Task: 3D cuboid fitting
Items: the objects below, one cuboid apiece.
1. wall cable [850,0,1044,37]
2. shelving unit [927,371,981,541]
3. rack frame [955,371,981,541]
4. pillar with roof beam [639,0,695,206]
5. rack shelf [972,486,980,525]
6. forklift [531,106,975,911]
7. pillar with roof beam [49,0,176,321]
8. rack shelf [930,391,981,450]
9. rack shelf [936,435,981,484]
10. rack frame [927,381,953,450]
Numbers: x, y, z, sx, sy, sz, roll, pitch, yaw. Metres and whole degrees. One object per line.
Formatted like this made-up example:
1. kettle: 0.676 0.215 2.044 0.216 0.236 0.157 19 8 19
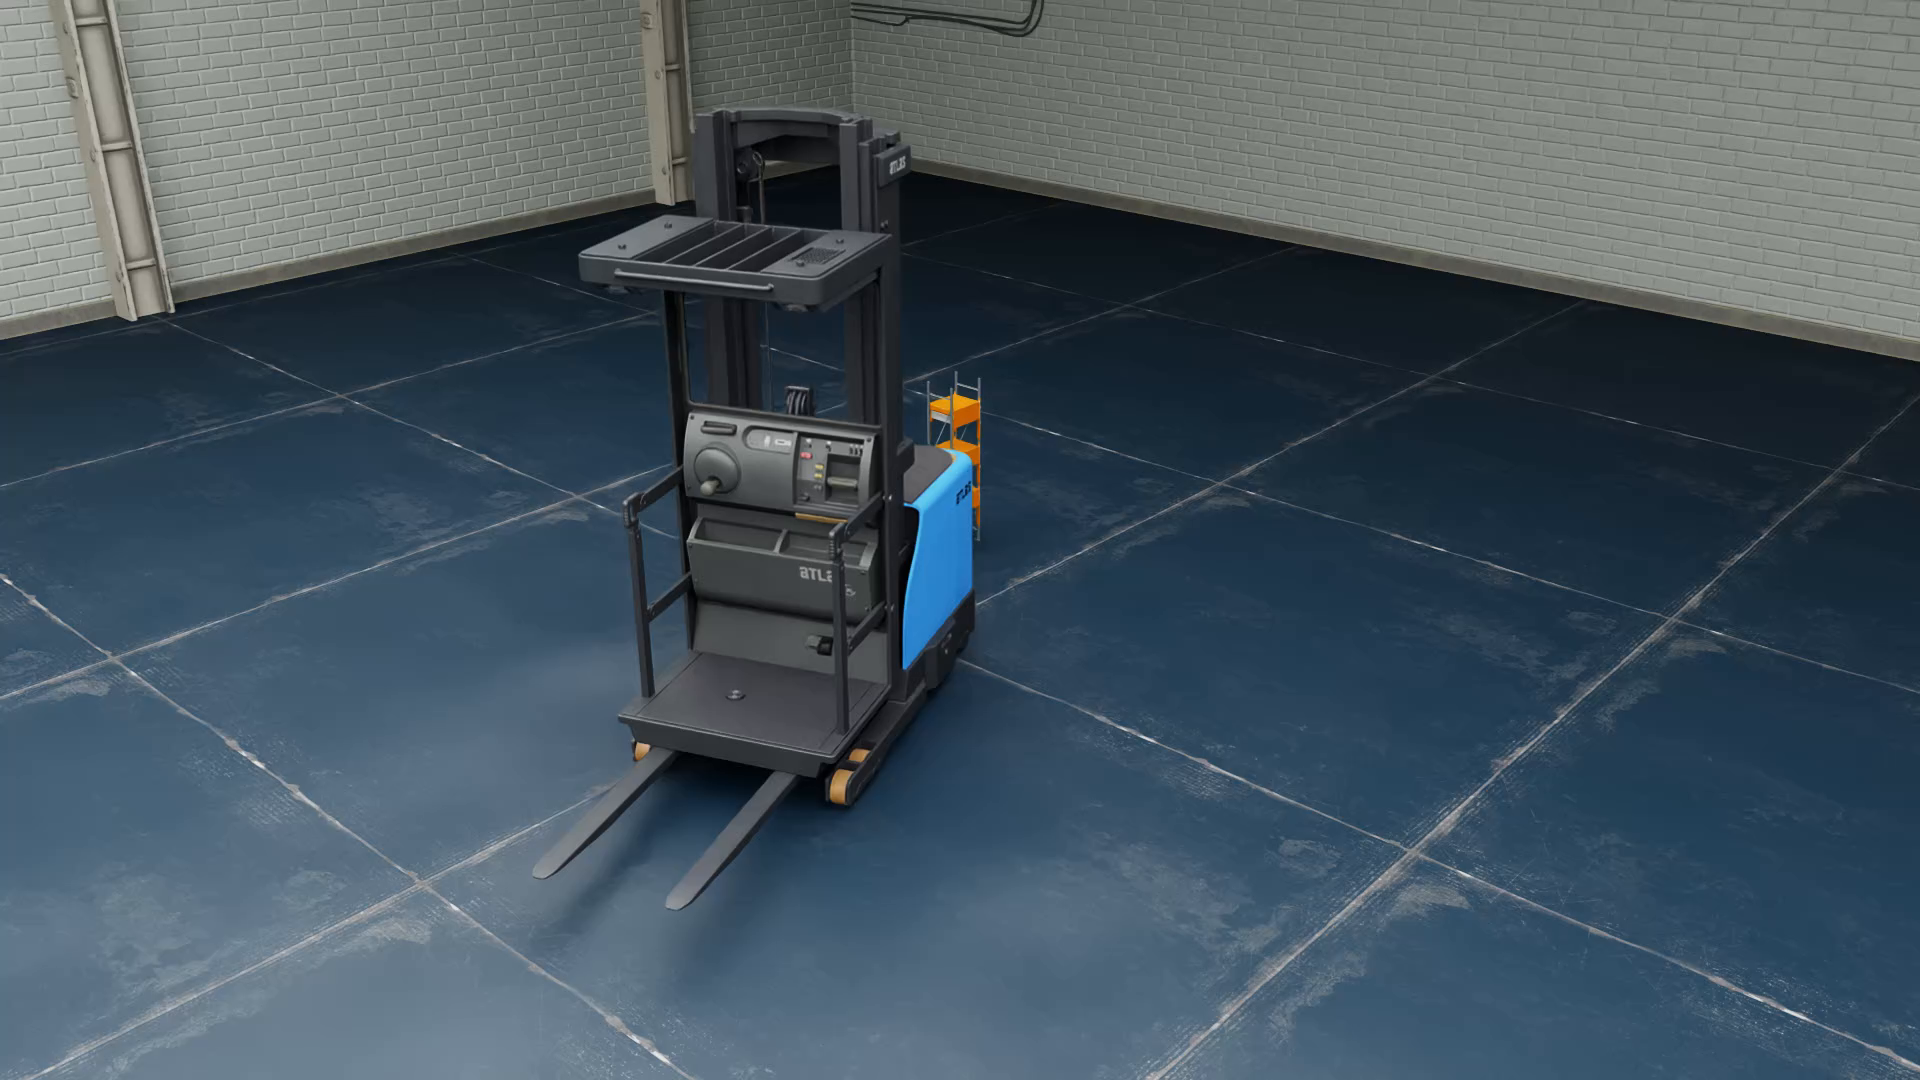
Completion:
1. wall cable: -0.255 -7.063 18.798 3.097 2.526 0.112 20 31 38
2. shelving unit: -0.036 -0.463 9.999 0.215 1.050 0.252 20 31 38
3. rack frame: 0.046 -0.500 10.082 0.200 1.050 0.008 20 31 38
4. pillar with roof beam: 0.000 -6.768 14.345 9.100 9.000 0.400 20 31 38
5. rack shelf: -0.036 -0.199 10.117 0.215 0.259 0.240 20 31 38
6. forklift: -0.899 -0.319 7.378 1.130 2.935 3.031 8 25 18
7. pillar with roof beam: -4.004 -4.940 10.268 9.100 9.000 0.400 20 31 38
8. rack shelf: -0.036 -0.712 9.887 0.215 0.259 0.240 20 31 38
9. rack shelf: -0.036 -0.453 10.003 0.215 0.259 0.240 20 31 38
10. rack frame: -0.117 -0.426 9.916 0.200 1.050 0.008 20 31 38
